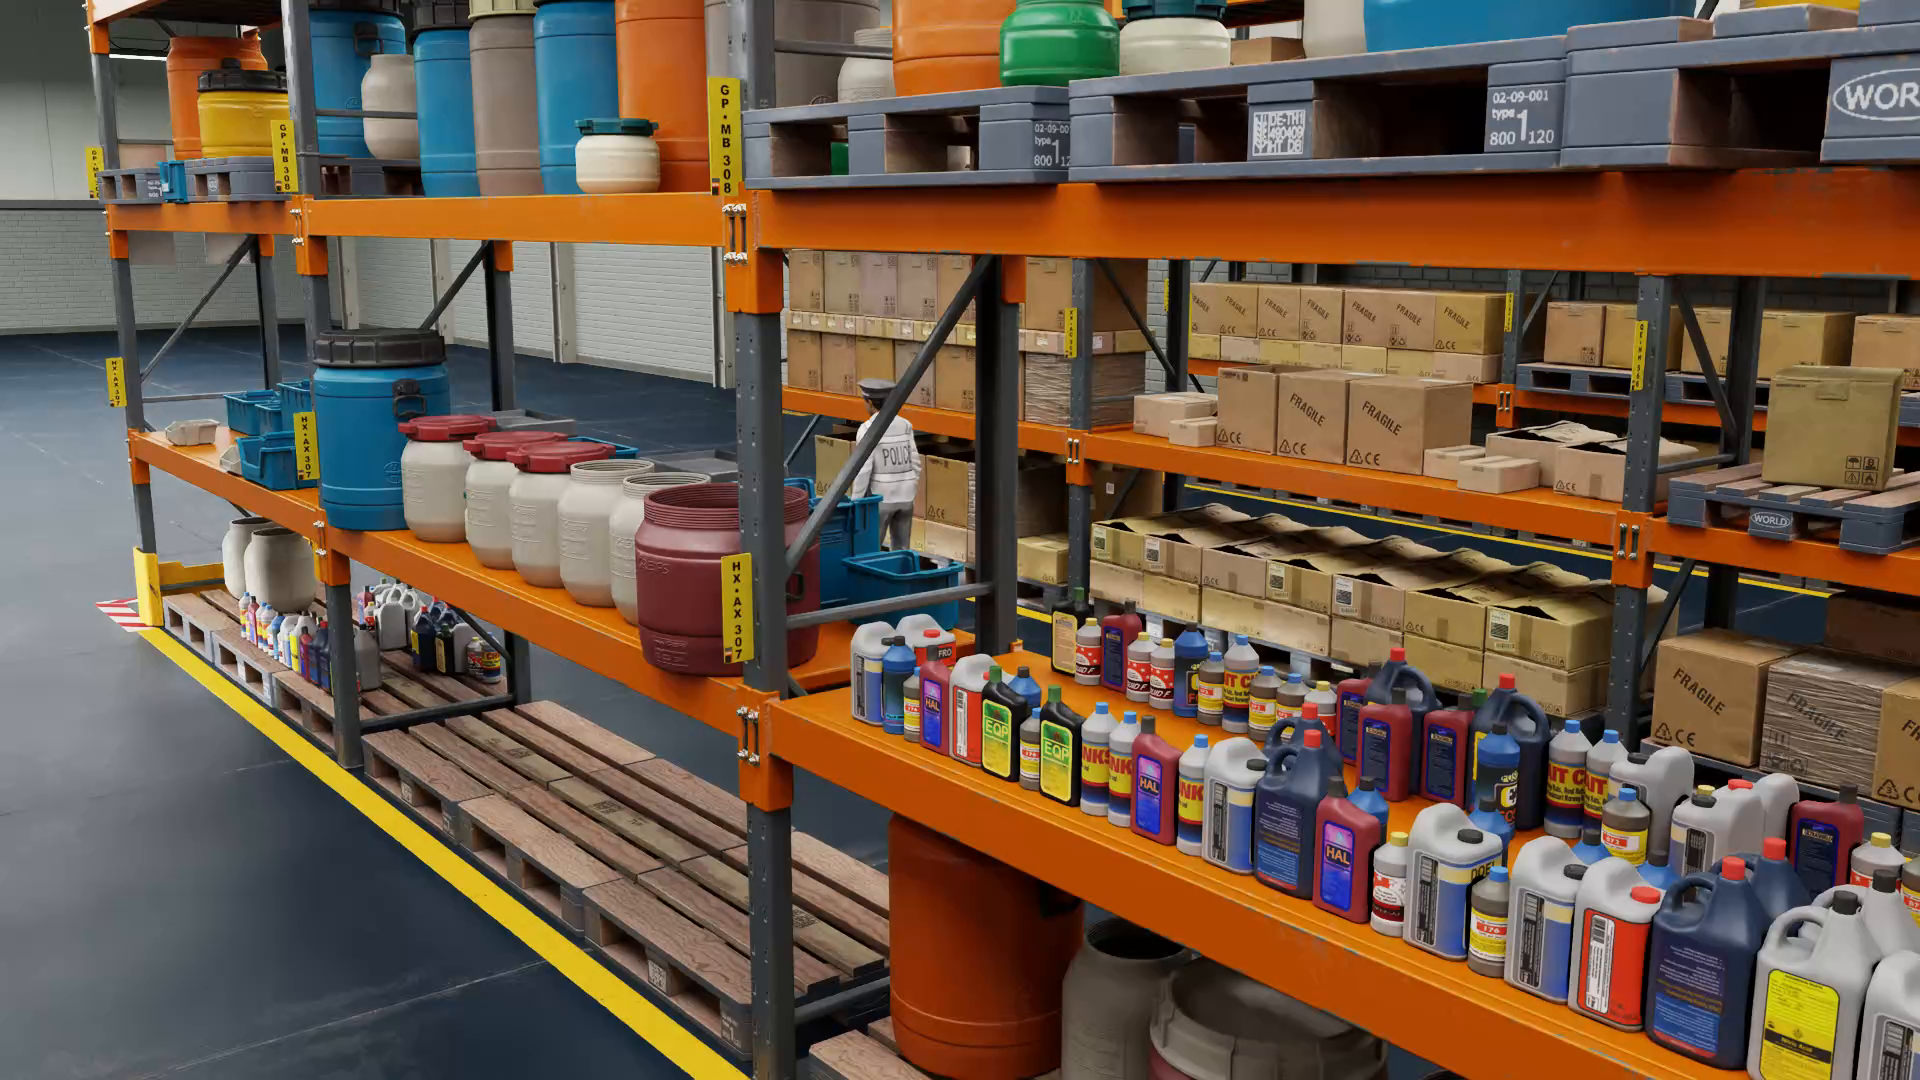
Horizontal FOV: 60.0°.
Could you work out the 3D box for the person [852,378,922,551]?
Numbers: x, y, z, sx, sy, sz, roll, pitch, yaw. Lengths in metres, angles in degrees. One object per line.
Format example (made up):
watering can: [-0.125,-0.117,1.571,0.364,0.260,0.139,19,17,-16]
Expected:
person: [-0.509,-0.250,11.209,0.531,1.663,0.404,-9,14,-38]
